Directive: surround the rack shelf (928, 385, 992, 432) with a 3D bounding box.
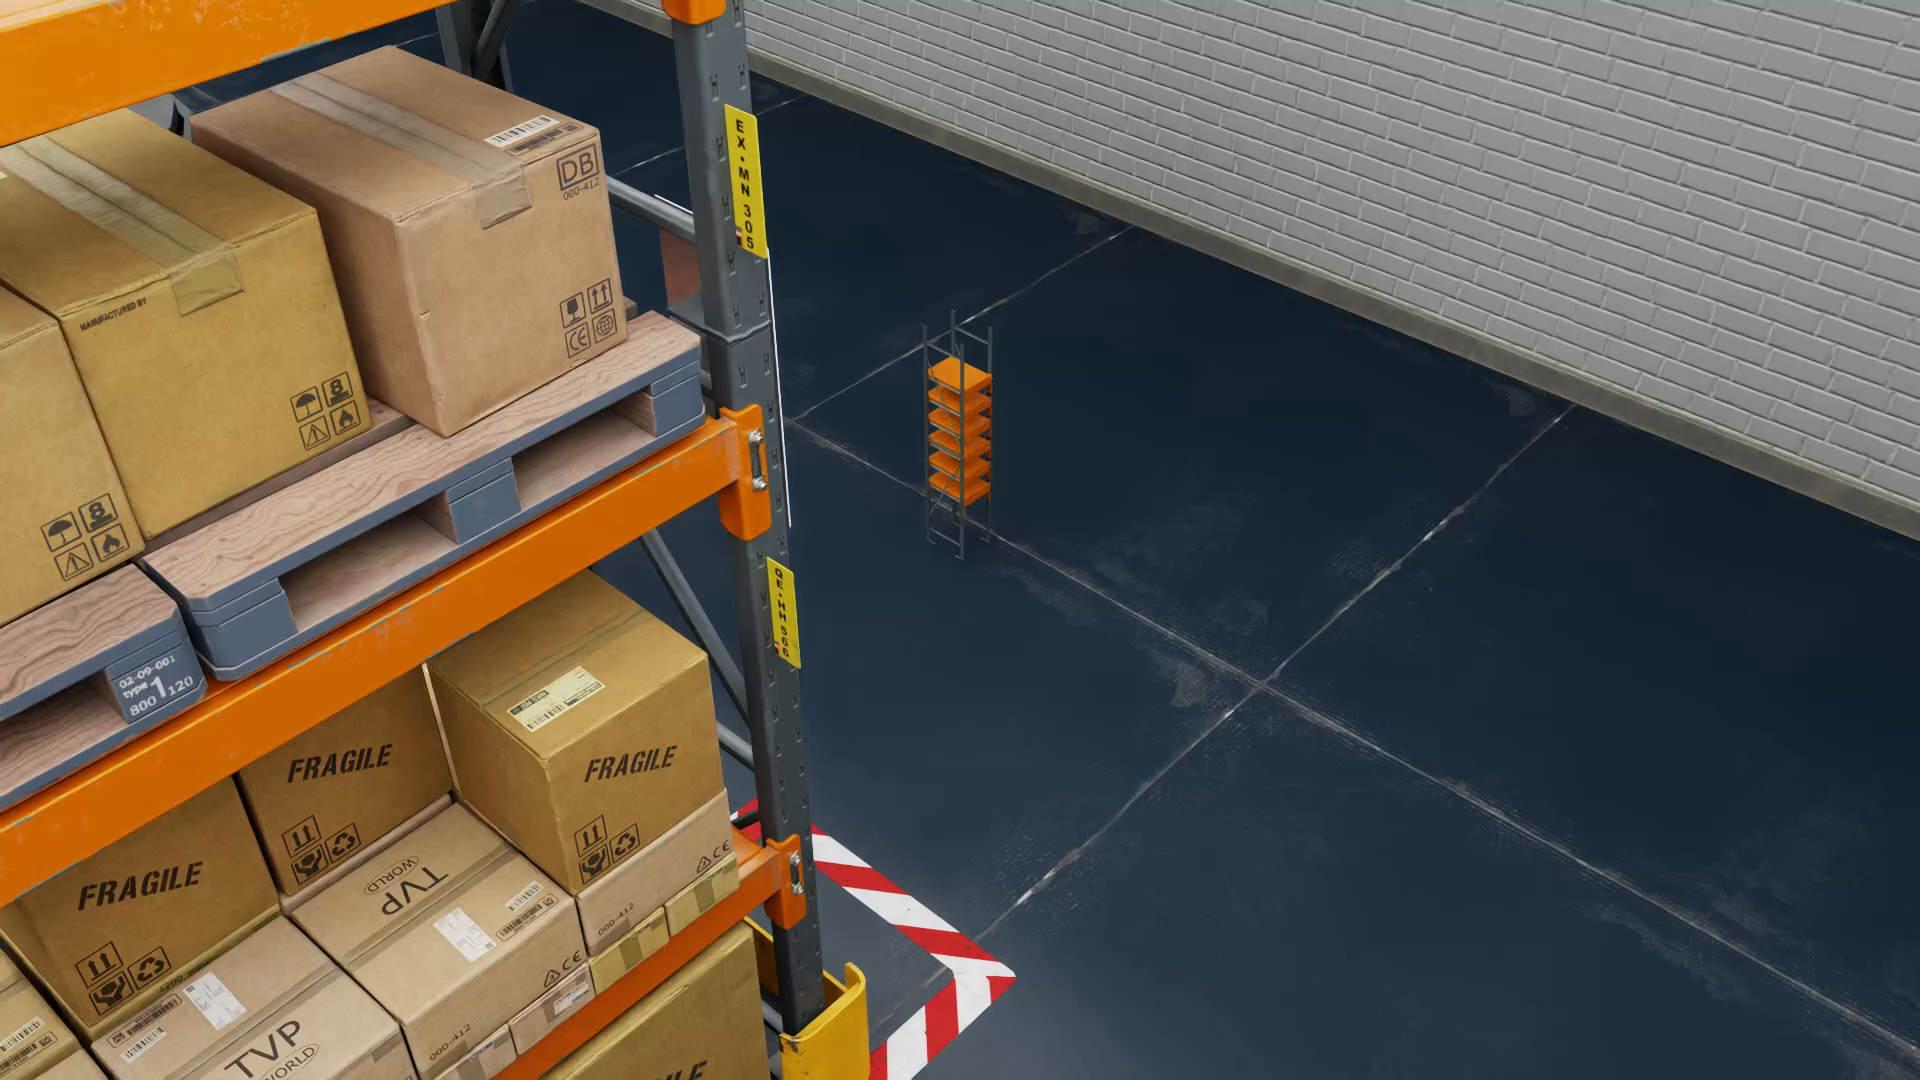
[{"bbox_3d":[-0.010,-0.616,7.530,0.258,0.103,0.180,30,47,32],"label":"rack shelf"}]

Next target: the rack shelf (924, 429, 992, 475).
[{"bbox_3d":[-0.010,-0.428,7.679,0.258,0.103,0.180,30,47,32],"label":"rack shelf"}]

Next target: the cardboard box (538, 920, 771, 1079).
[{"bbox_3d":[-1.217,1.495,5.113,0.875,0.875,0.875,30,47,32],"label":"cardboard box"}]

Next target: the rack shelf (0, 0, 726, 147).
[{"bbox_3d":[-2.194,-0.491,2.320,1.077,0.370,4.000,30,47,32],"label":"rack shelf"}]

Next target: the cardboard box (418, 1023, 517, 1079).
[{"bbox_3d":[-1.356,1.250,4.253,0.380,0.149,0.250,31,48,33],"label":"cardboard box"}]

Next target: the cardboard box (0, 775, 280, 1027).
[{"bbox_3d":[-2.050,0.727,3.989,0.500,0.500,0.500,28,46,31],"label":"cardboard box"}]

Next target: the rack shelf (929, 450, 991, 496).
[{"bbox_3d":[-0.010,-0.334,7.754,0.258,0.103,0.180,30,47,32],"label":"rack shelf"}]

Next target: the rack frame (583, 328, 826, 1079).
[{"bbox_3d":[-0.845,0.500,4.994,1.000,3.000,0.127,30,47,32],"label":"rack frame"}]

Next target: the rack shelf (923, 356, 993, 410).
[{"bbox_3d":[-0.010,-0.710,7.455,0.258,0.103,0.180,30,47,32],"label":"rack shelf"}]

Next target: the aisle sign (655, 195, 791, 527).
[{"bbox_3d":[-0.575,-0.424,4.068,0.394,0.787,0.004,30,47,32],"label":"aisle sign"}]

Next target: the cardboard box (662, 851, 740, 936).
[{"bbox_3d":[-0.842,0.901,4.693,0.380,0.149,0.250,31,48,33],"label":"cardboard box"}]

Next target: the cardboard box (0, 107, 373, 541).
[{"bbox_3d":[-1.625,-0.447,3.277,0.700,0.500,0.500,28,46,30],"label":"cardboard box"}]

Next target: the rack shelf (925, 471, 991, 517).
[{"bbox_3d":[-0.010,-0.240,7.829,0.258,0.103,0.180,30,47,32],"label":"rack shelf"}]

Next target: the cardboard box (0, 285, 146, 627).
[{"bbox_3d":[-1.938,-0.189,2.953,0.700,0.500,0.500,26,45,29],"label":"cardboard box"}]

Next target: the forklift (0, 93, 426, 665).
[{"bbox_3d":[-3.184,-0.083,5.784,3.031,2.935,1.130,-28,46,-30],"label":"forklift"}]

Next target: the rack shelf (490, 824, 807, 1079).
[{"bbox_3d":[-2.194,1.701,4.063,1.077,0.370,4.000,30,47,32],"label":"rack shelf"}]

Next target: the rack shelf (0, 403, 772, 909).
[{"bbox_3d":[-2.194,0.527,3.129,1.077,0.370,4.000,30,47,32],"label":"rack shelf"}]

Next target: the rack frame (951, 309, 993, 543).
[{"bbox_3d":[0.052,-0.505,7.705,0.240,1.200,0.006,30,47,32],"label":"rack frame"}]

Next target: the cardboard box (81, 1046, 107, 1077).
[{"bbox_3d":[-2.193,1.215,4.297,0.380,0.149,0.250,29,47,31],"label":"cardboard box"}]

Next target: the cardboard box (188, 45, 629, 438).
[{"bbox_3d":[-1.156,-0.655,3.539,0.700,0.500,0.500,27,46,29],"label":"cardboard box"}]

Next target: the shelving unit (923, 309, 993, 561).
[{"bbox_3d":[-0.010,-0.463,7.652,0.258,1.200,0.189,30,47,32],"label":"shelving unit"}]

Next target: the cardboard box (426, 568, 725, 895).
[{"bbox_3d":[-0.979,0.483,4.295,0.500,0.500,0.500,30,47,32],"label":"cardboard box"}]

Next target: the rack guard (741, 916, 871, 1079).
[{"bbox_3d":[-0.829,1.468,5.786,1.175,0.500,0.348,30,47,32],"label":"rack guard"}]

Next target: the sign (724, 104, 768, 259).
[{"bbox_3d":[-0.454,-0.755,3.515,0.100,0.325,0.005,30,47,32],"label":"sign"}]

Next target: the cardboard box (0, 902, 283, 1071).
[{"bbox_3d":[-2.055,1.021,4.221,0.500,0.250,0.500,28,46,31],"label":"cardboard box"}]

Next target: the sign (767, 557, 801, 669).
[{"bbox_3d":[-0.454,0.189,4.265,0.100,0.325,0.005,30,47,32],"label":"sign"}]

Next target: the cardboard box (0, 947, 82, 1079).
[{"bbox_3d":[-2.403,1.263,3.917,0.500,0.250,0.500,29,47,31],"label":"cardboard box"}]

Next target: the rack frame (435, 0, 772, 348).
[{"bbox_3d":[-0.845,-1.848,3.127,1.000,3.000,0.127,30,47,32],"label":"rack frame"}]

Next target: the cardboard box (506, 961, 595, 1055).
[{"bbox_3d":[-1.187,1.136,4.396,0.380,0.149,0.250,30,47,32],"label":"cardboard box"}]

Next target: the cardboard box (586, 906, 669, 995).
[{"bbox_3d":[-1.016,1.021,4.542,0.380,0.149,0.250,30,47,32],"label":"cardboard box"}]

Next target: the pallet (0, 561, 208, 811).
[{"bbox_3d":[-2.161,0.269,2.946,1.003,0.211,1.213,30,47,32],"label":"pallet"}]

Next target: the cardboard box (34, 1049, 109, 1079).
[{"bbox_3d":[-2.010,1.485,3.638,0.500,0.250,0.500,30,47,32],"label":"cardboard box"}]

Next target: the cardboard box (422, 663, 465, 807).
[{"bbox_3d":[-1.368,0.550,4.813,0.500,0.250,0.500,28,46,31],"label":"cardboard box"}]

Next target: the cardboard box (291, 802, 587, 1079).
[{"bbox_3d":[-1.319,1.010,4.235,0.500,0.250,0.500,29,47,31],"label":"cardboard box"}]

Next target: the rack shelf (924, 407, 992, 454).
[{"bbox_3d":[-0.010,-0.522,7.605,0.258,0.103,0.180,30,47,32],"label":"rack shelf"}]

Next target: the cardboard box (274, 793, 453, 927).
[{"bbox_3d":[-1.714,0.791,4.510,0.500,0.250,0.500,29,47,31],"label":"cardboard box"}]

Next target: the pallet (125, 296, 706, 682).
[{"bbox_3d":[-1.338,-0.294,3.654,1.003,0.211,1.213,30,47,32],"label":"pallet"}]

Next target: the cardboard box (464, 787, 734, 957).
[{"bbox_3d":[-0.976,0.777,4.528,0.500,0.250,0.500,29,47,31],"label":"cardboard box"}]

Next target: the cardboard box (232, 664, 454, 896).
[{"bbox_3d":[-1.705,0.486,4.291,0.500,0.500,0.500,28,47,31],"label":"cardboard box"}]

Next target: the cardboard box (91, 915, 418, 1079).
[{"bbox_3d":[-1.662,1.244,3.941,0.500,0.250,0.500,28,46,31],"label":"cardboard box"}]

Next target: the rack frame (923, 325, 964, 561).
[{"bbox_3d":[-0.071,-0.421,7.599,0.240,1.200,0.006,30,47,32],"label":"rack frame"}]
